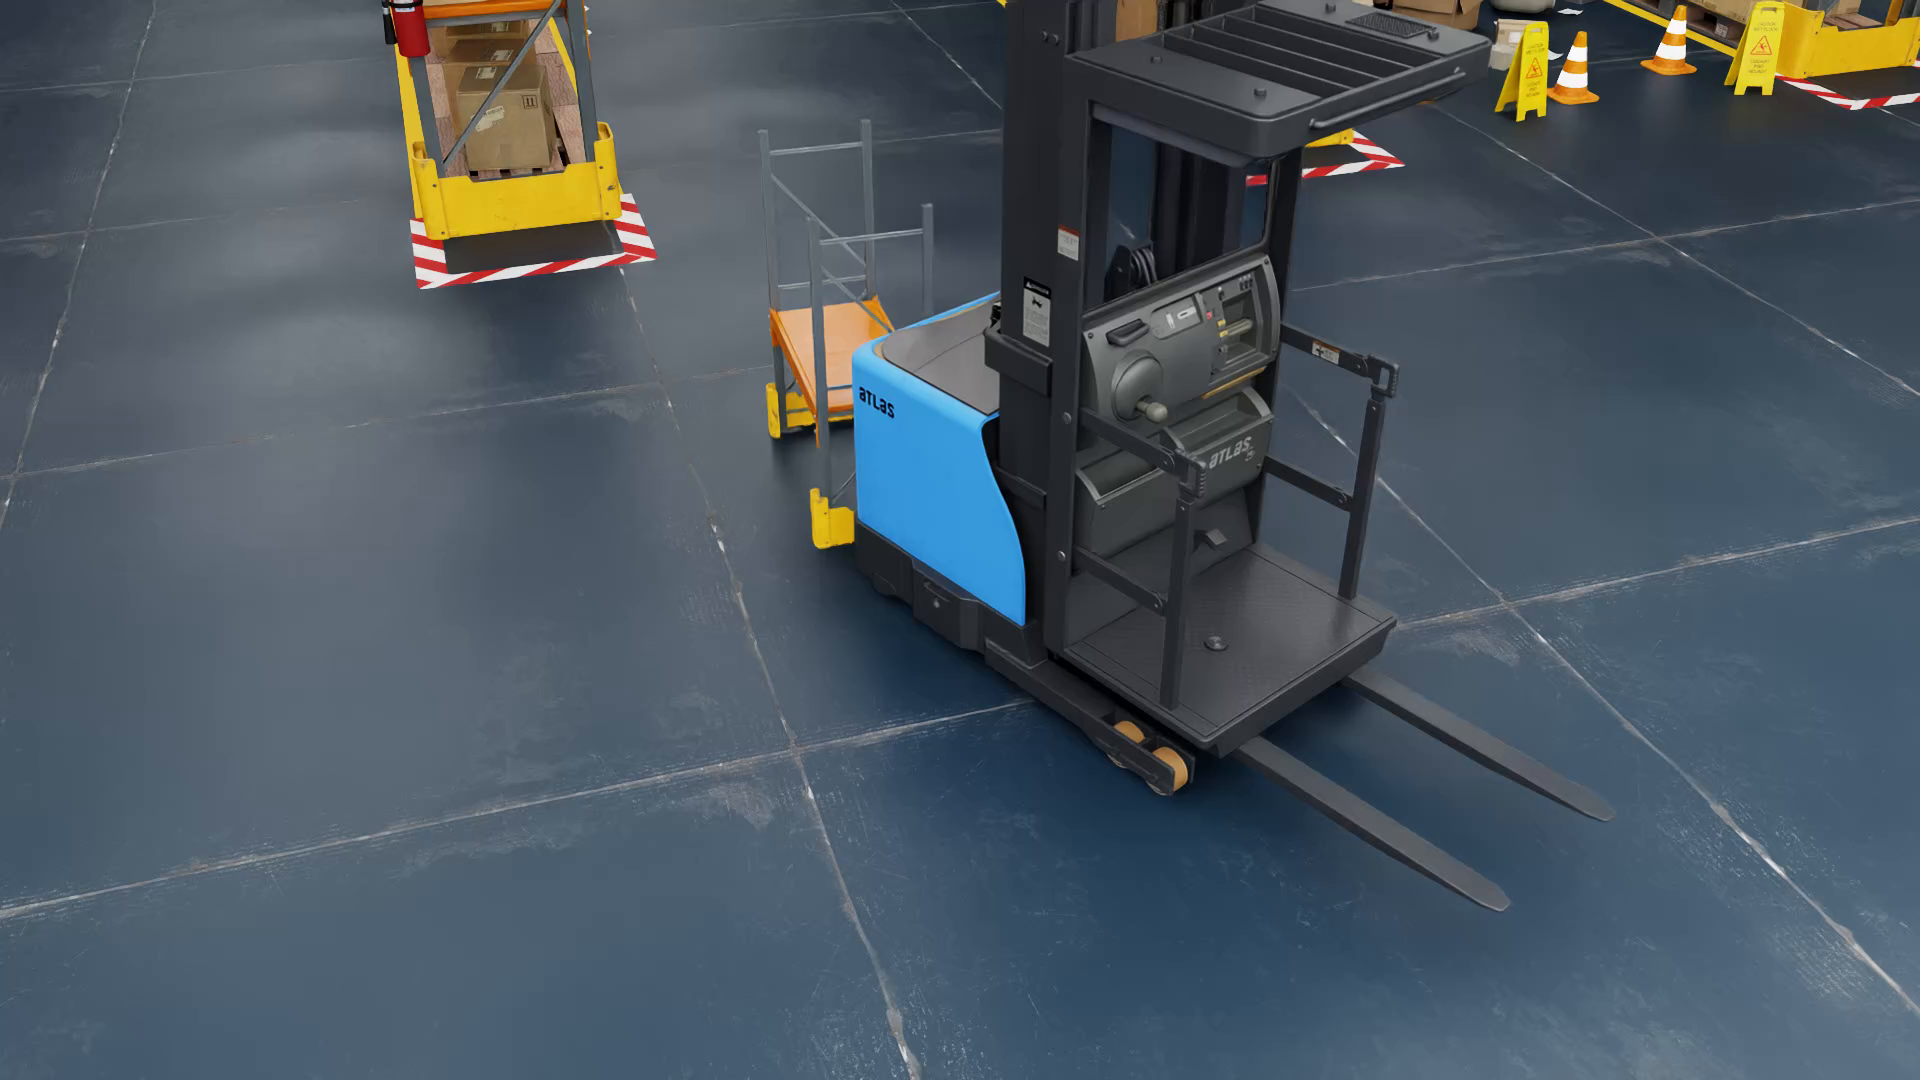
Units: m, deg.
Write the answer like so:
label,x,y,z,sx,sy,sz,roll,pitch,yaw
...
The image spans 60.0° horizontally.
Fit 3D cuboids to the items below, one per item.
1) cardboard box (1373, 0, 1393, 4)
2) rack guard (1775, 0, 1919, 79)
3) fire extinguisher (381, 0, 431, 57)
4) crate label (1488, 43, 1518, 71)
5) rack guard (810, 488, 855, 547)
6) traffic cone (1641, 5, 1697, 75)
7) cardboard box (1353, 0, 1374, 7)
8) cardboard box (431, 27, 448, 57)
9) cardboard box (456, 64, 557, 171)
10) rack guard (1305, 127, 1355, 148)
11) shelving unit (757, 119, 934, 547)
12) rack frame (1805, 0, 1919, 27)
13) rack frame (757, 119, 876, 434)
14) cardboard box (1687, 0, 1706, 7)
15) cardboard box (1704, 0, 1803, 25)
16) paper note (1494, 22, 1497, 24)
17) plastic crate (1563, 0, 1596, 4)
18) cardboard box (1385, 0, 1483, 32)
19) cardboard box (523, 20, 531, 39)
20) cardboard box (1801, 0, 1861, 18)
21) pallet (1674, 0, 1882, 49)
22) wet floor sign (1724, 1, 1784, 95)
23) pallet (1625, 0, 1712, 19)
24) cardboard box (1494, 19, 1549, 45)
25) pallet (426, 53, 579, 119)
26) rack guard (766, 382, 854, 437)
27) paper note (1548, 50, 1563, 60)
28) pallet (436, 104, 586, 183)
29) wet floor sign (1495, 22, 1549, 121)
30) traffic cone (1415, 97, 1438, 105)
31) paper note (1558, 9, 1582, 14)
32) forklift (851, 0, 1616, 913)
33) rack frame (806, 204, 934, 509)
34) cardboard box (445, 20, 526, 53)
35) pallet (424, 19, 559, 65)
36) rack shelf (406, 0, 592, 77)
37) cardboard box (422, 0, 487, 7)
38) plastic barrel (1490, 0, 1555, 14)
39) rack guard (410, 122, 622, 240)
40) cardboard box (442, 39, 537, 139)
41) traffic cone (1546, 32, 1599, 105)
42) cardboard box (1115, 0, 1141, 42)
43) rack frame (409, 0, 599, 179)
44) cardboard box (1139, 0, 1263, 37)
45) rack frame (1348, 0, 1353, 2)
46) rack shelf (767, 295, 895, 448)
label,x,y,z,sx,sy,sz,roll,pitch,yaw
cardboard box,3.537,-4.857,14.021,0.797,0.637,0.503,-10,35,-15
rack guard,6.753,-3.853,12.627,1.175,0.500,0.348,-10,35,-15
fire extinguisher,-3.065,-3.020,9.169,0.296,0.674,0.183,-10,35,-15
crate label,4.165,-3.708,12.737,0.298,0.136,0.250,27,42,34
rack guard,-0.354,-0.137,7.230,0.587,0.250,0.087,-9,35,-14
traffic cone,5.417,-3.806,12.591,0.336,0.463,0.334,-10,35,-15
cardboard box,3.152,-4.337,13.573,0.396,0.266,0.258,-4,34,-6
cardboard box,-3.615,-3.906,12.326,0.500,0.500,0.500,0,33,1
cardboard box,-2.836,-2.652,10.430,0.500,0.500,0.500,-4,34,-6
rack guard,2.101,-2.915,11.208,1.175,0.500,0.348,-10,35,-15
shelving unit,-0.495,-0.921,7.284,0.587,1.500,1.083,-9,35,-14
rack frame,6.777,-4.856,11.878,1.000,3.000,0.127,-10,35,-15
rack frame,-0.636,-1.185,7.683,0.500,1.500,0.032,-9,35,-14
cardboard box,6.123,-4.536,13.507,0.500,0.250,0.500,-10,35,-15
cardboard box,6.267,-4.276,13.113,0.500,0.250,0.500,-10,35,-15
paper note,4.476,-4.245,13.657,0.148,0.019,0.142,1,33,2
plastic crate,5.254,-4.776,14.405,0.402,0.080,0.583,-23,40,-31
cardboard box,3.830,-4.311,13.317,0.637,0.503,0.797,19,38,26
cardboard box,-3.351,-3.593,11.853,0.500,0.500,0.500,-13,36,-19
cardboard box,6.794,-4.354,13.231,0.500,0.250,0.500,-10,35,-15
pallet,6.539,-4.165,13.361,1.003,0.211,1.213,-10,35,-15
wet floor sign,5.816,-3.594,12.104,0.267,0.644,0.232,1,33,2
pallet,6.171,-4.804,14.329,1.003,0.211,1.213,-10,35,-15
cardboard box,4.453,-4.015,13.191,0.380,0.149,0.250,7,34,10
pallet,-3.267,-3.138,11.807,1.003,0.211,1.213,-10,35,-15
rack guard,-0.636,-0.663,8.027,0.587,0.250,0.087,-9,35,-14
paper note,4.593,-3.779,12.941,0.148,0.019,0.142,-23,40,-31
pallet,-2.898,-2.498,10.839,1.003,0.211,1.213,-10,35,-15
wet floor sign,3.988,-3.306,11.668,0.267,0.644,0.232,-16,37,-23
traffic cone,3.284,-3.430,12.020,0.336,0.463,0.334,-10,35,-15
paper note,5.113,-4.429,13.926,0.142,0.019,0.148,-23,40,-31
forklift,0.913,-0.640,5.560,1.130,2.935,3.031,-26,41,-34
rack frame,-0.349,-0.648,6.870,0.500,1.500,0.032,-9,35,-14
cardboard box,-3.223,-3.292,11.398,0.500,0.500,0.500,-7,34,-10
pallet,-3.643,-3.779,12.778,1.003,0.211,1.213,-10,35,-15
rack shelf,-3.271,-3.939,11.143,1.077,0.370,4.000,-10,35,-15
cardboard box,-2.945,-3.200,9.599,0.380,0.149,0.250,-10,35,-15
plastic barrel,4.705,-4.611,13.844,0.512,0.421,0.421,13,36,18
rack guard,-2.684,-2.186,10.105,1.175,0.500,0.348,-10,35,-15
cardboard box,-3.051,-2.960,10.896,0.500,0.500,0.500,-1,33,-2
traffic cone,4.464,-3.441,12.038,0.336,0.463,0.334,-10,35,-15
cardboard box,1.553,-4.066,12.228,0.875,0.875,0.875,-11,35,-15
rack frame,-2.661,-3.189,9.356,1.000,3.000,0.127,-10,35,-15
cardboard box,1.824,-3.604,11.530,0.875,0.875,0.875,-10,35,-14
rack frame,2.093,-3.970,10.538,1.000,3.000,0.127,-10,35,-15
rack shelf,-0.492,-0.766,7.376,0.538,0.185,1.000,-9,35,-14
